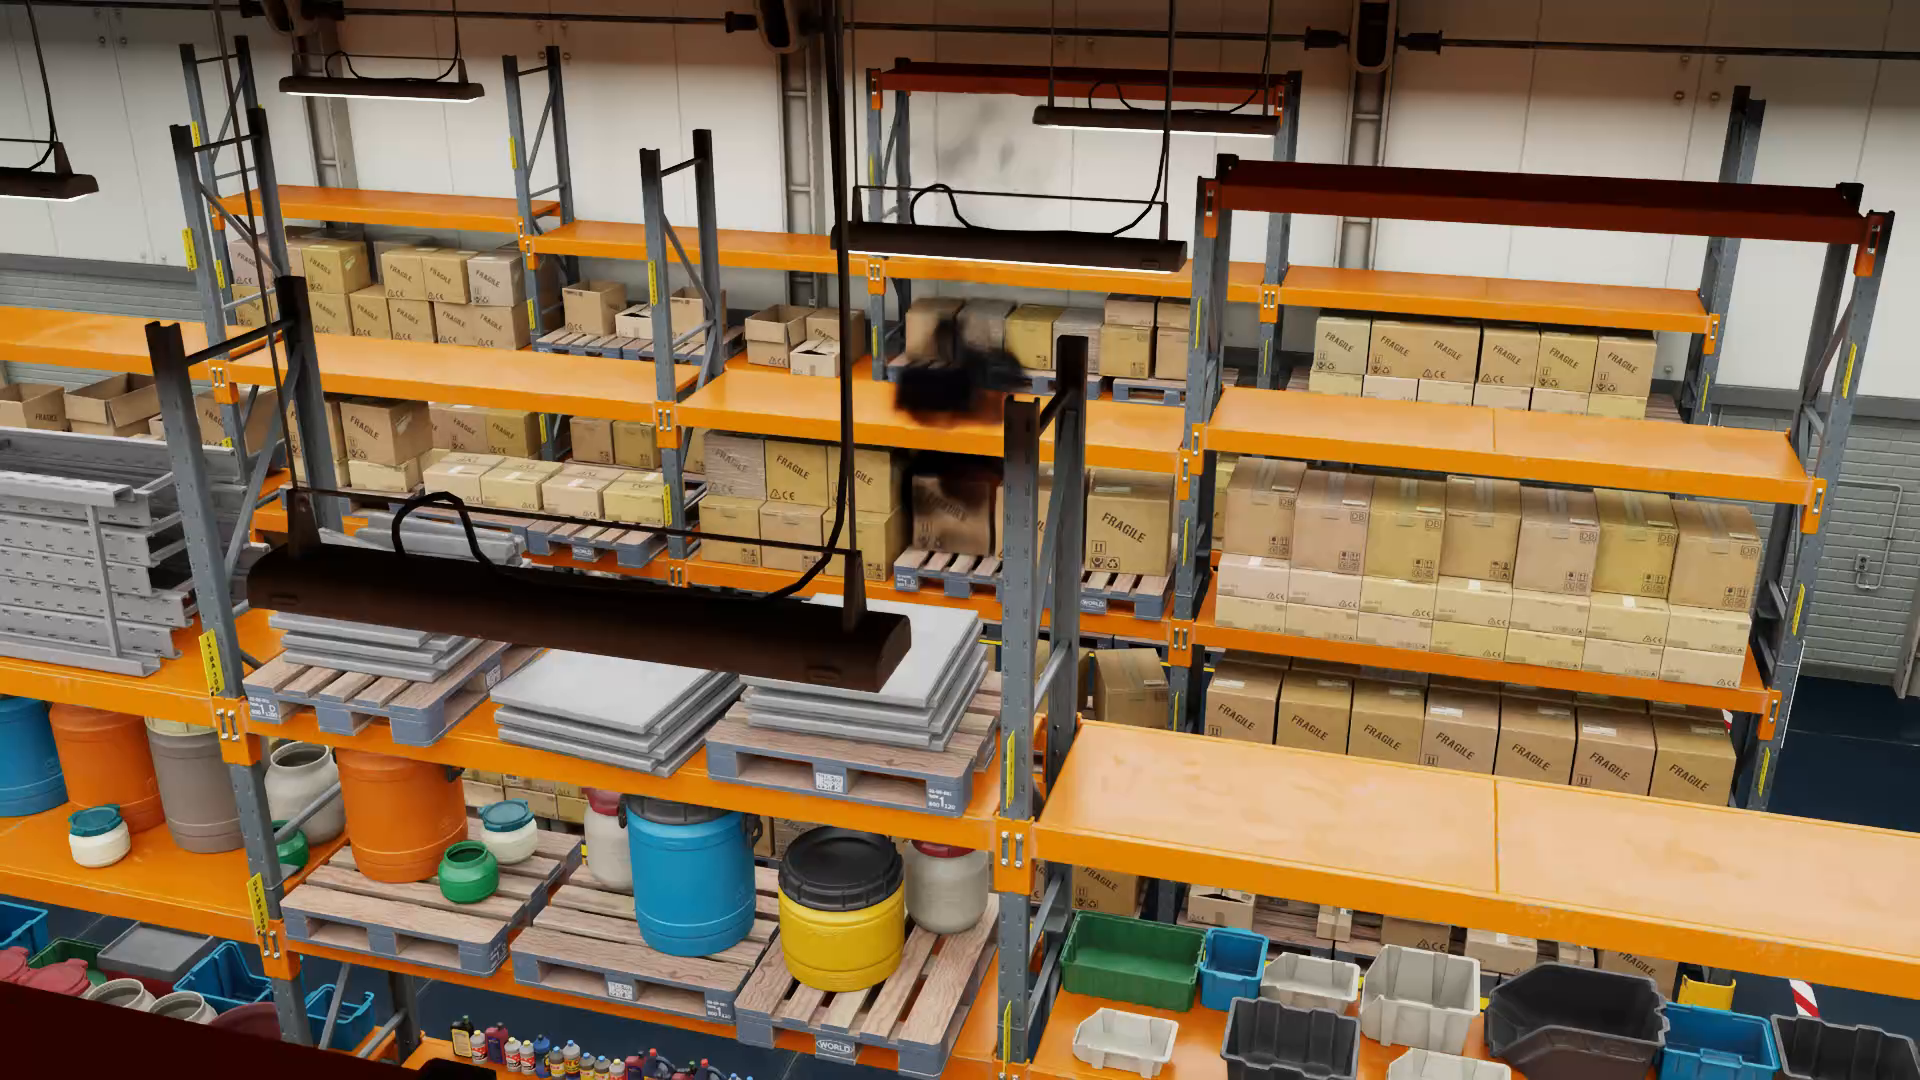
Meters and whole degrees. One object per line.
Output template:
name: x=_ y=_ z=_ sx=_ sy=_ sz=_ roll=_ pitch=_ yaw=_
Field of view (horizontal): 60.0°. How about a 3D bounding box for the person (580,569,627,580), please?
person: x=-3.691 y=0.595 z=17.166 sx=0.638 sy=1.663 sz=0.574 roll=4 pitch=23 yaw=10
